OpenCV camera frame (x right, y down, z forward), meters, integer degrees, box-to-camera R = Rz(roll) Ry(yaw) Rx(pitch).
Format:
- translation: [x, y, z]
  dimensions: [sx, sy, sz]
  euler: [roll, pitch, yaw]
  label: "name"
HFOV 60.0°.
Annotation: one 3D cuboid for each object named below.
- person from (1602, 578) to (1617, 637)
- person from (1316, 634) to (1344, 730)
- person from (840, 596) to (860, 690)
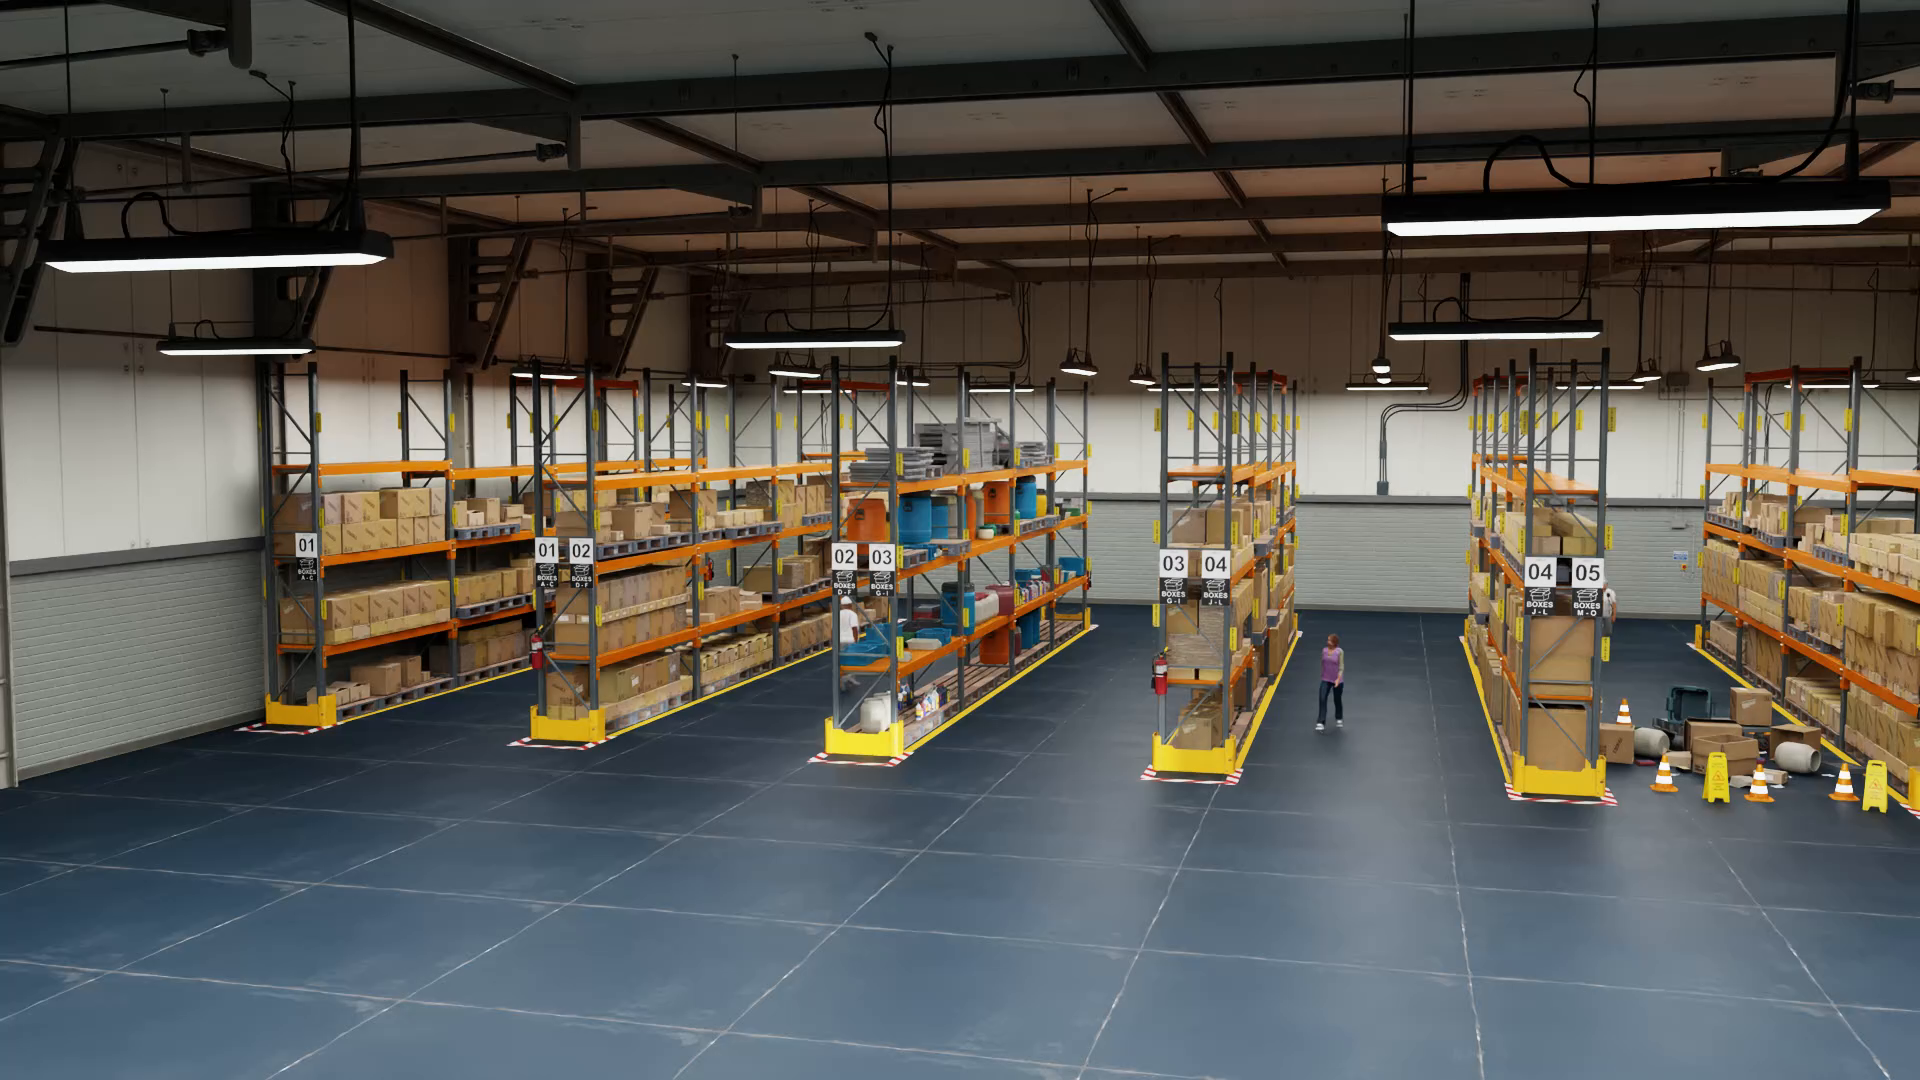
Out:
- translation: [14.046, 1.626, 36.295]
  dimensions: [0.494, 1.618, 0.824]
  euler: [1, 4, 13]
  label: "person"
- translation: [6.032, 2.309, 27.051]
  dimensions: [0.428, 1.539, 0.898]
  euler: [2, 5, 30]
  label: "person"
- translation: [-2.117, 1.921, 31.220]
  dimensions: [0.600, 1.757, 0.489]
  euler: [2, 4, 26]
  label: "person"
